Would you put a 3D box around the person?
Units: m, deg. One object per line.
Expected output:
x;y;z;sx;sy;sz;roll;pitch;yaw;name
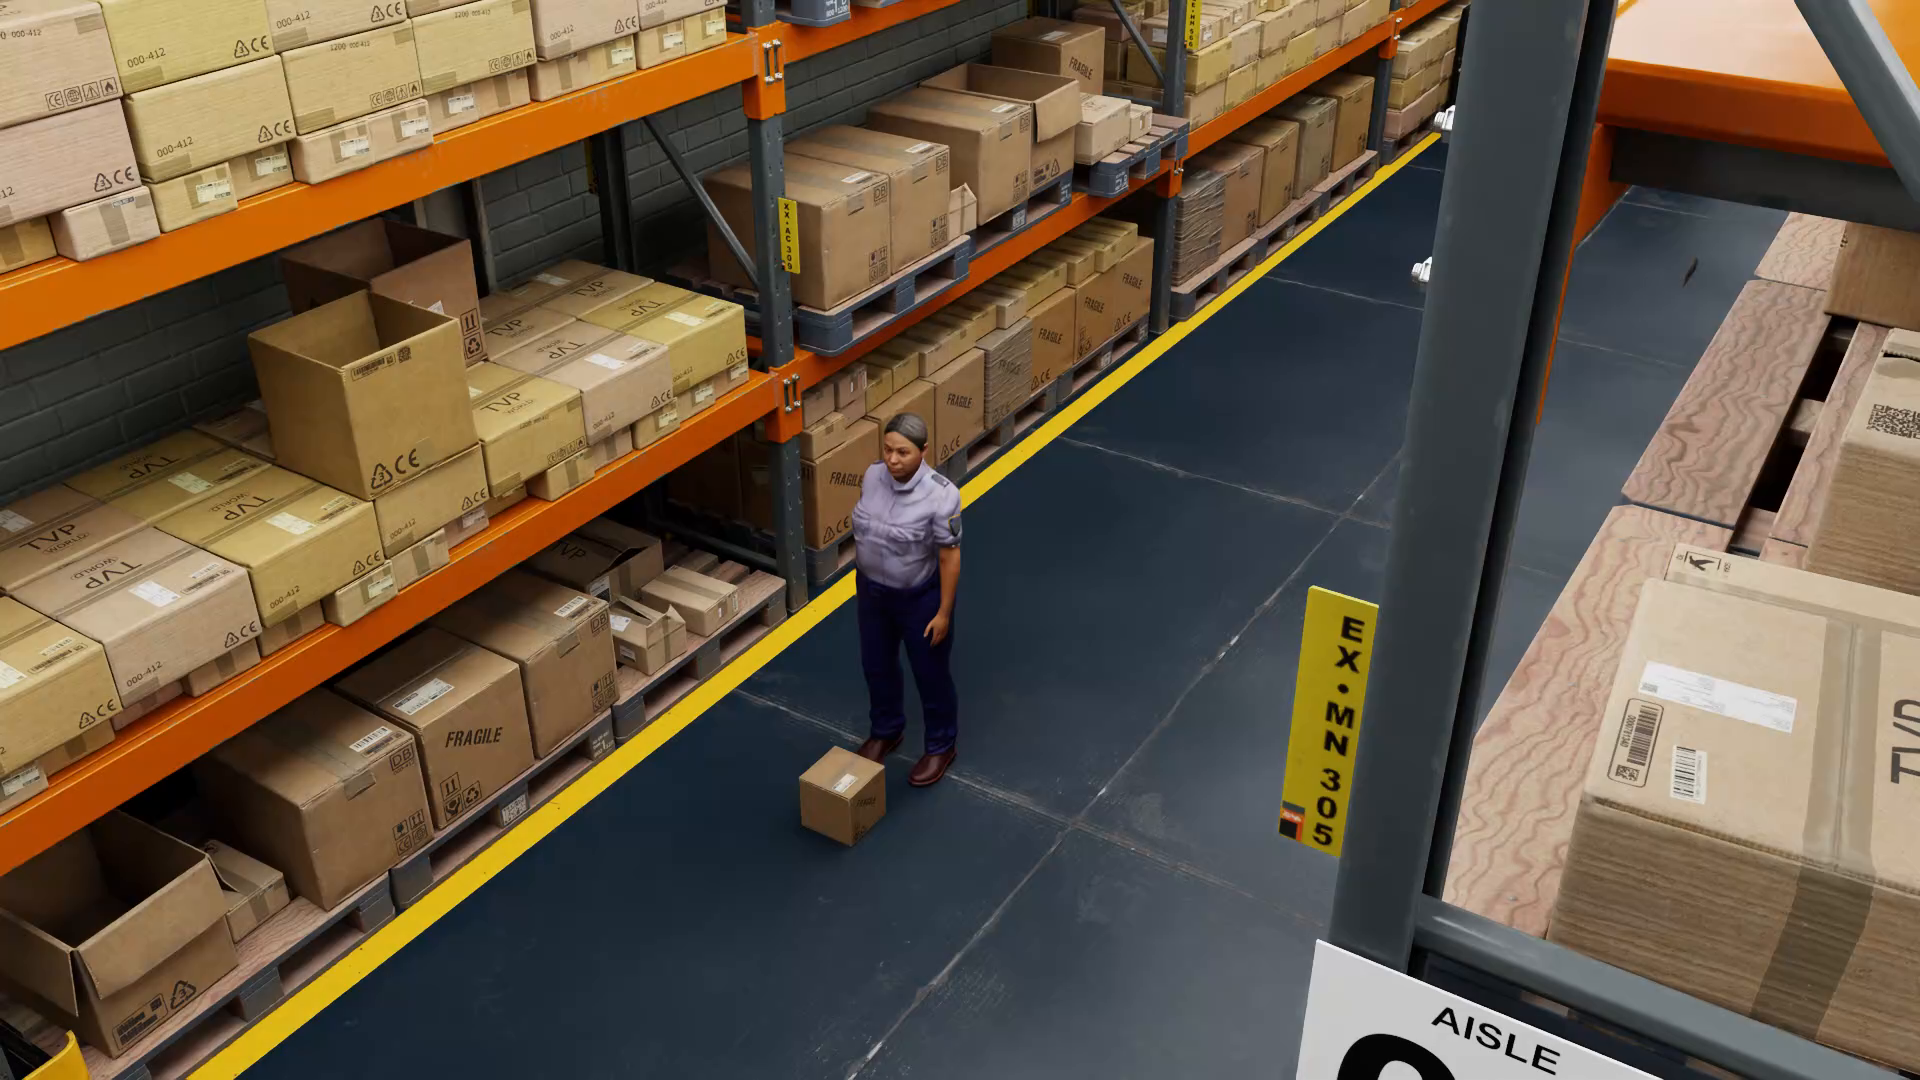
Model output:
-0.218;0.250;6.737;0.473;1.668;0.355;18;35;28;person
